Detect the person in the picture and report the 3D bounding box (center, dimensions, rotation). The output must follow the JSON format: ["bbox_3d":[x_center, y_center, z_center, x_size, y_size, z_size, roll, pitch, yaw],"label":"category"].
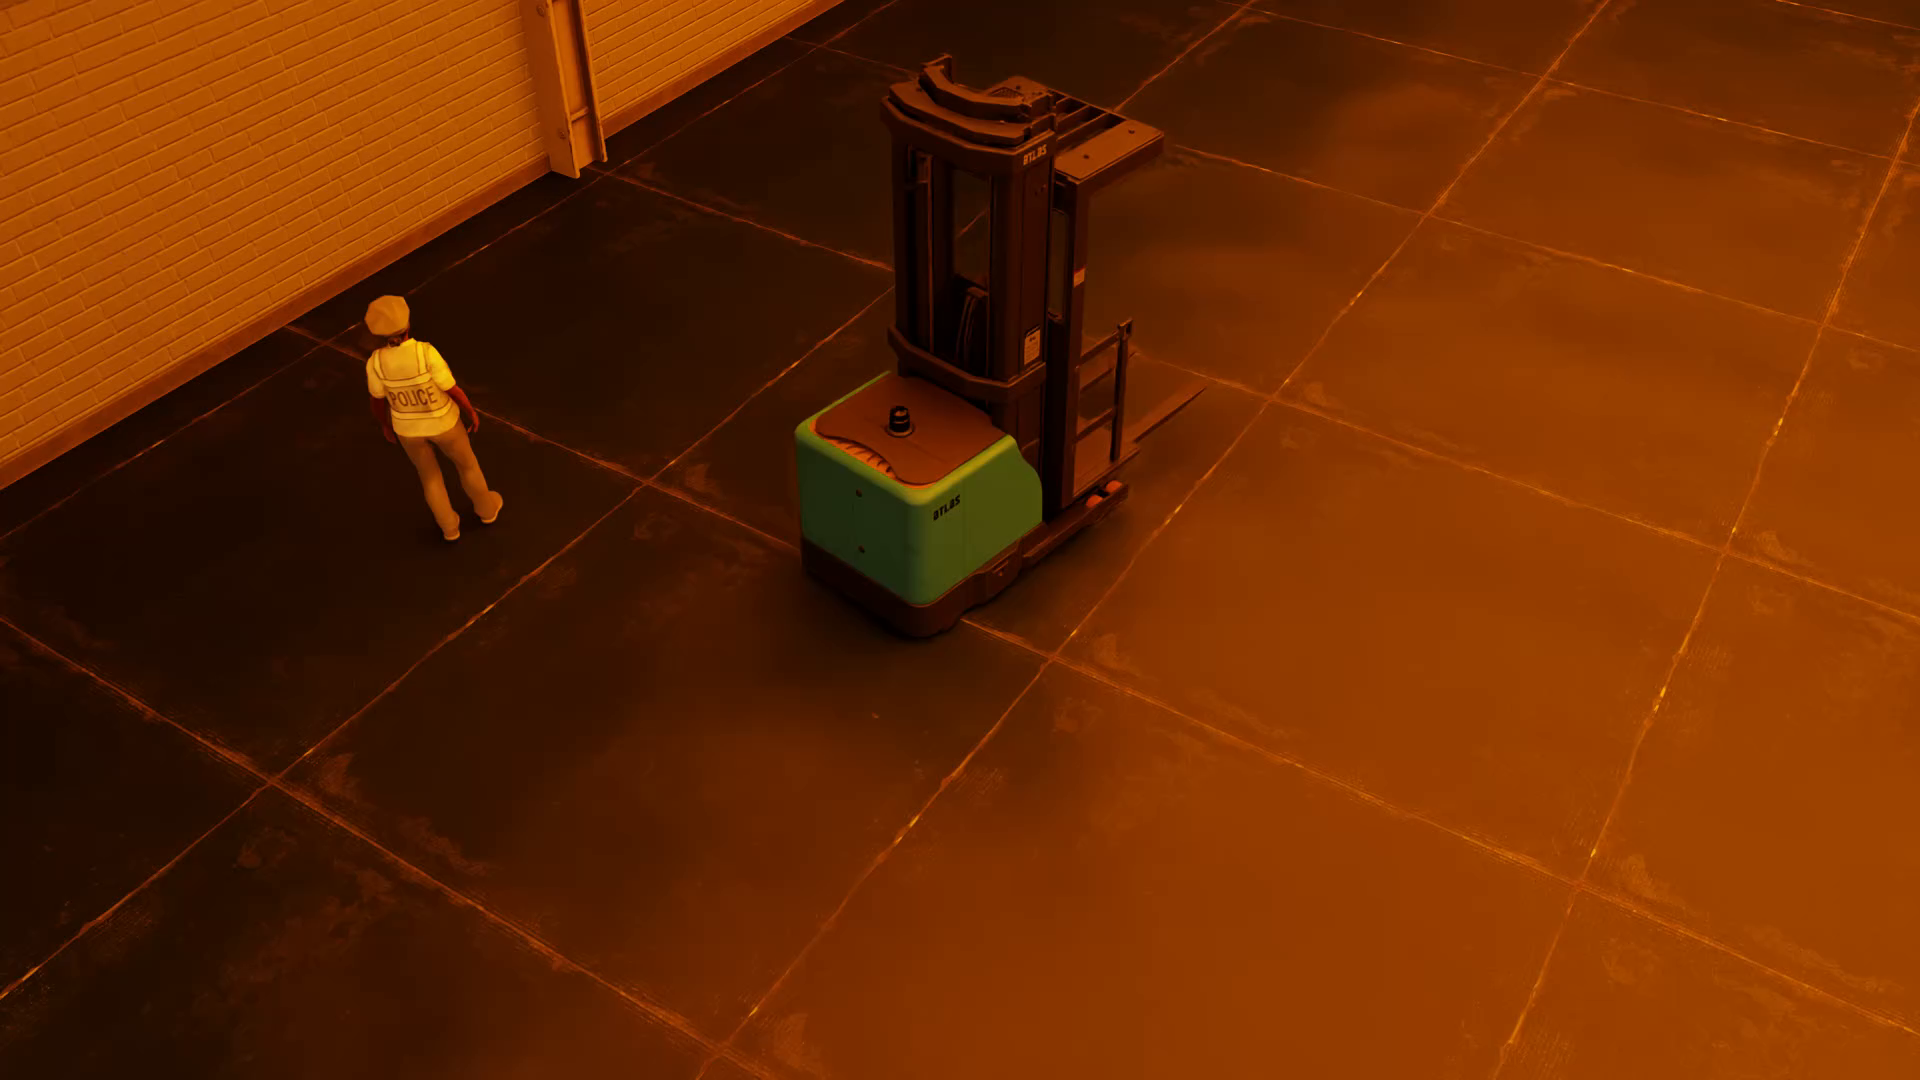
[{"bbox_3d":[-3.127,-0.734,9.786,0.564,1.697,0.525,-6,41,-6],"label":"person"}]

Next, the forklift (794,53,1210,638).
[{"bbox_3d":[0.412,-1.431,9.656,1.130,2.935,3.031,30,49,31],"label":"forklift"}]
